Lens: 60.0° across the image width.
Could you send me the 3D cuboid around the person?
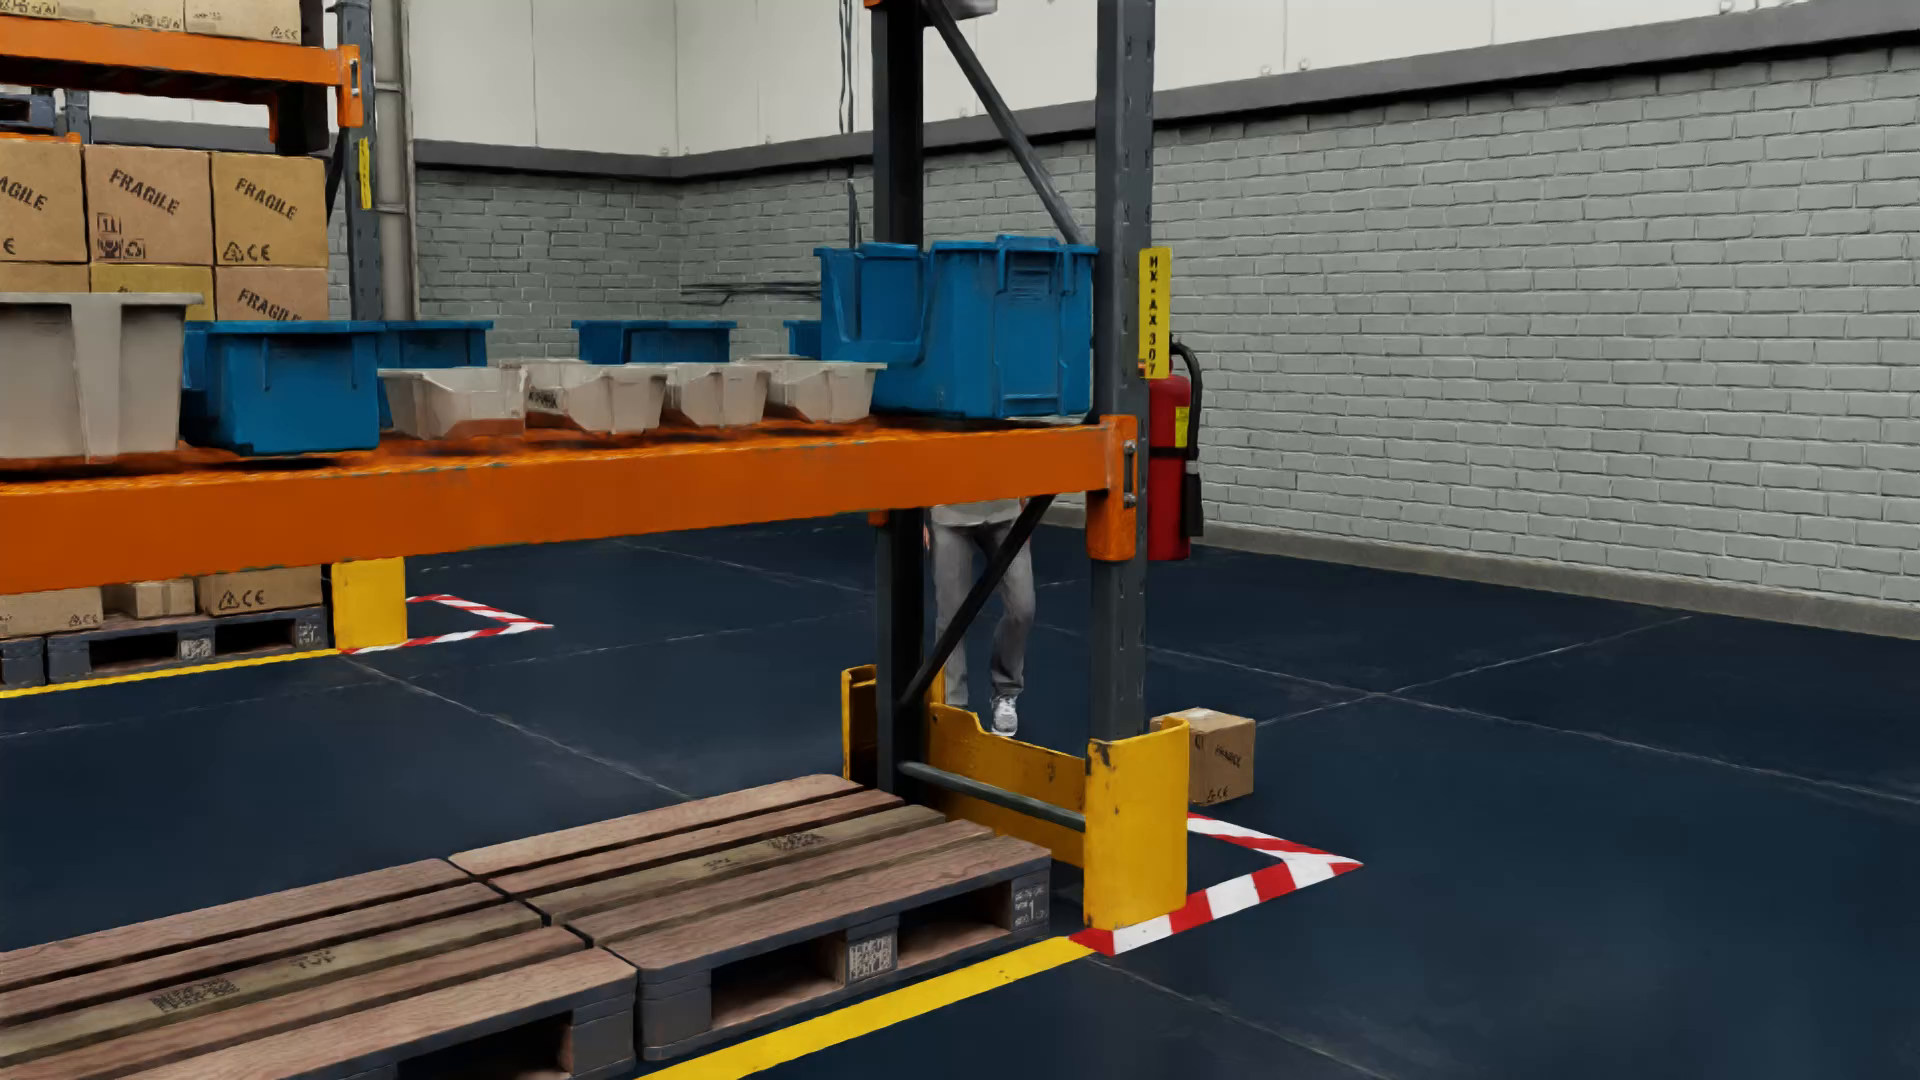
[{"bbox_3d":[0.044,-0.051,6.148,0.451,1.597,0.347,-3,8,-18],"label":"person"}]
